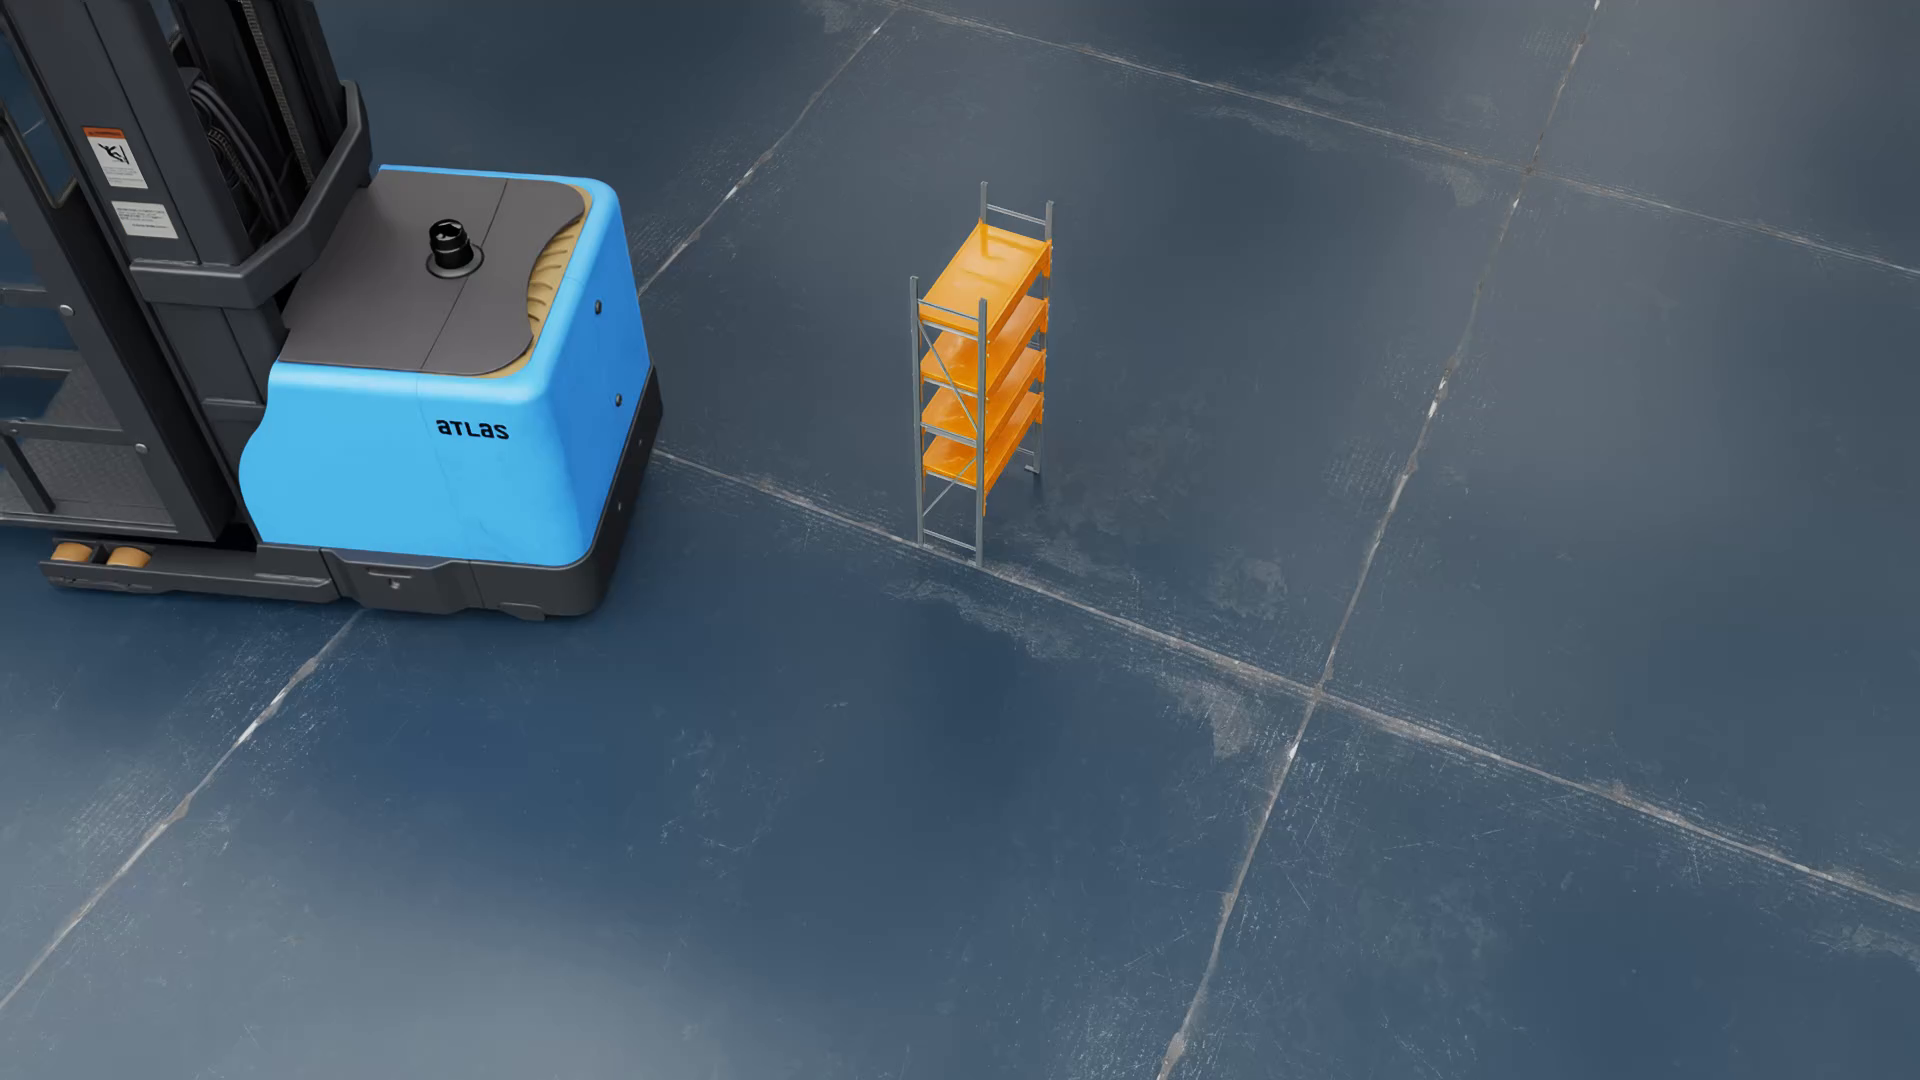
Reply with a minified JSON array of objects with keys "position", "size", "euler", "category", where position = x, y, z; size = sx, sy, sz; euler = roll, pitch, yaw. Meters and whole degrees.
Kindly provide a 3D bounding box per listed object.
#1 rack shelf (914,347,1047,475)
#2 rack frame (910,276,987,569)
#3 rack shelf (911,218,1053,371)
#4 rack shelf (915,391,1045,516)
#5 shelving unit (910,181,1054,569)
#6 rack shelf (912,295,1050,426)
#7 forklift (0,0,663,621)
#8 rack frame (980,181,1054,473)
[{"position":[0.071,-0.459,5.441],"size":[0.258,0.148,0.480],"euler":[20,52,16],"category":"rack shelf"},{"position":[-0.034,-0.335,5.247],"size":[0.240,1.200,0.015],"euler":[20,52,16],"category":"rack frame"},{"position":[0.071,-0.757,5.091],"size":[0.258,0.148,0.480],"euler":[20,52,16],"category":"rack shelf"},{"position":[0.071,-0.331,5.592],"size":[0.258,0.148,0.480],"euler":[20,52,16],"category":"rack shelf"},{"position":[0.071,-0.503,5.390],"size":[0.258,1.200,0.503],"euler":[20,52,16],"category":"shelving unit"},{"position":[0.071,-0.604,5.271],"size":[0.258,0.148,0.480],"euler":[20,52,16],"category":"rack shelf"},{"position":[-2.632,-1.167,4.818],"size":[3.031,2.935,1.130],"euler":[5,50,4],"category":"forklift"},{"position":[0.175,-0.671,5.533],"size":[0.240,1.200,0.015],"euler":[20,52,16],"category":"rack frame"}]
